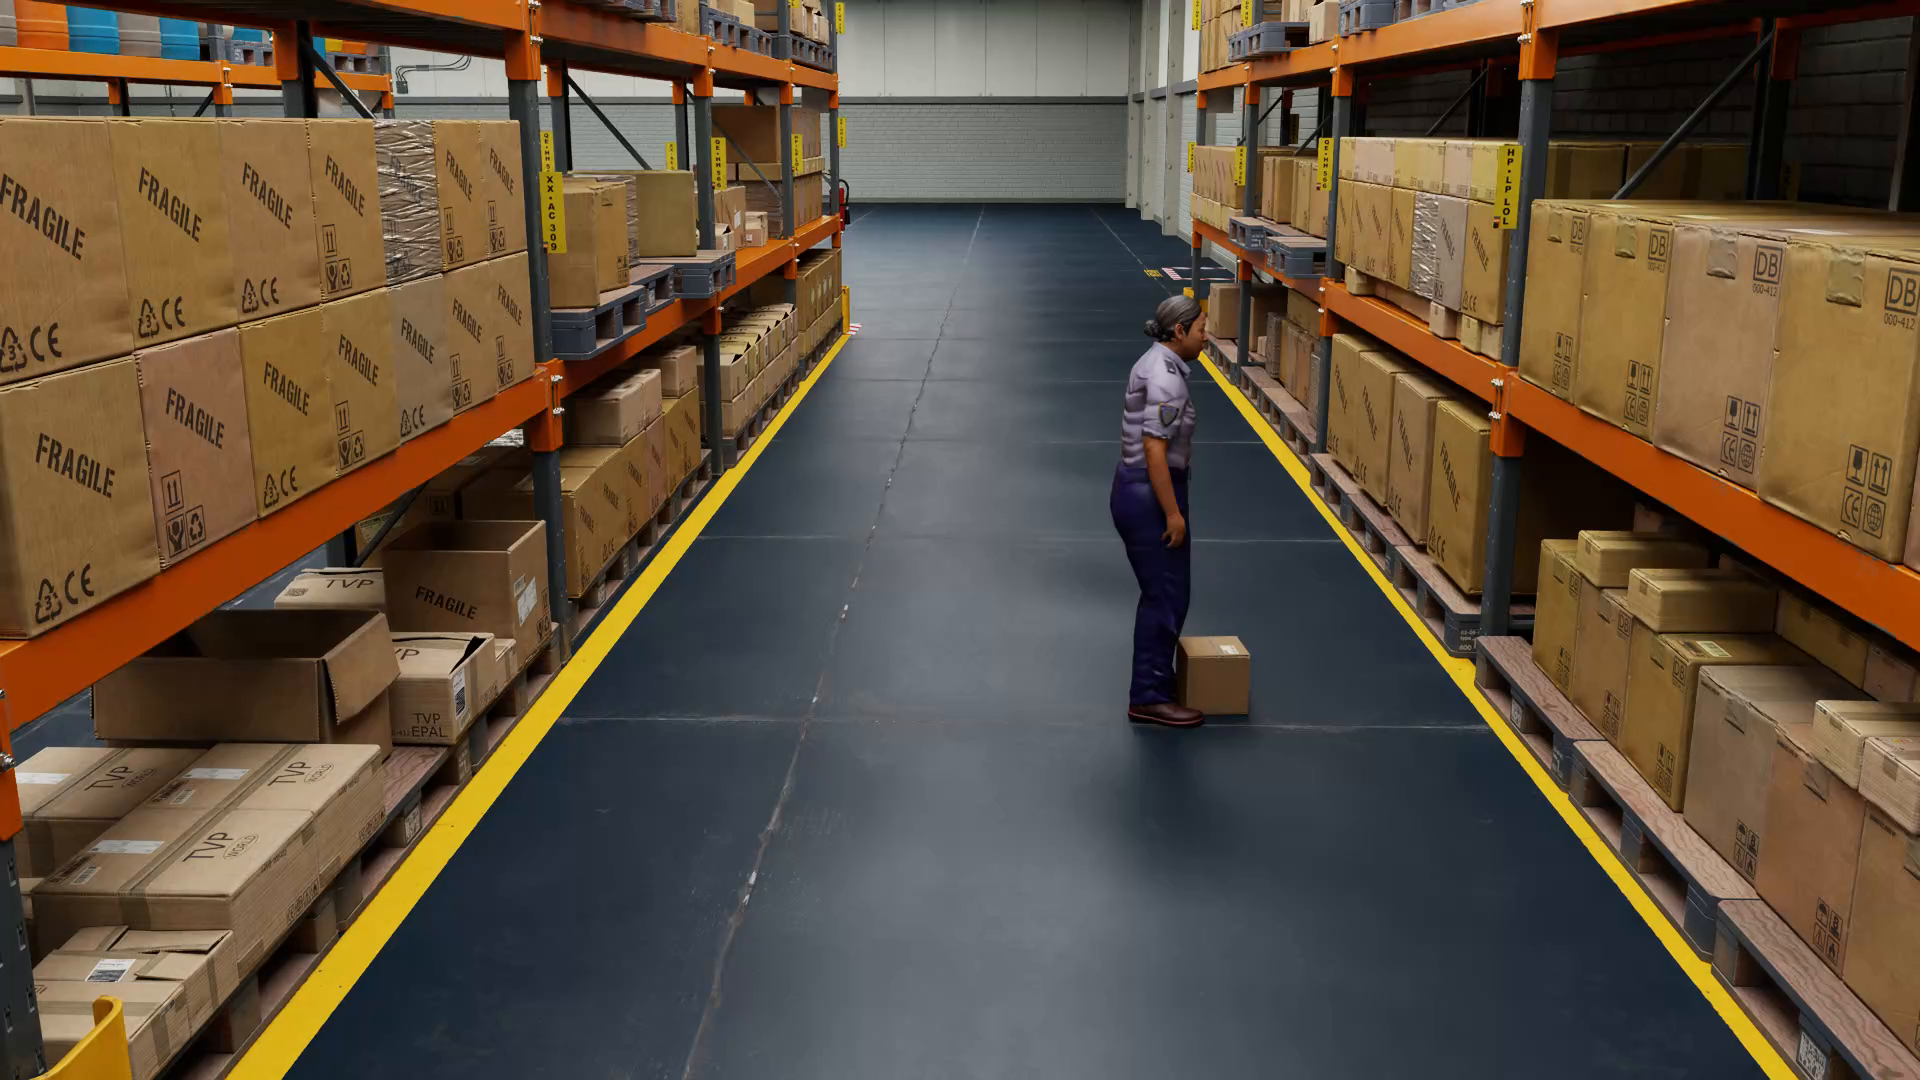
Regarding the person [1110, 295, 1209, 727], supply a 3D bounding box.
[{"bbox_3d":[0.802,-0.133,6.547,0.412,1.652,0.539,0,14,2],"label":"person"}]
